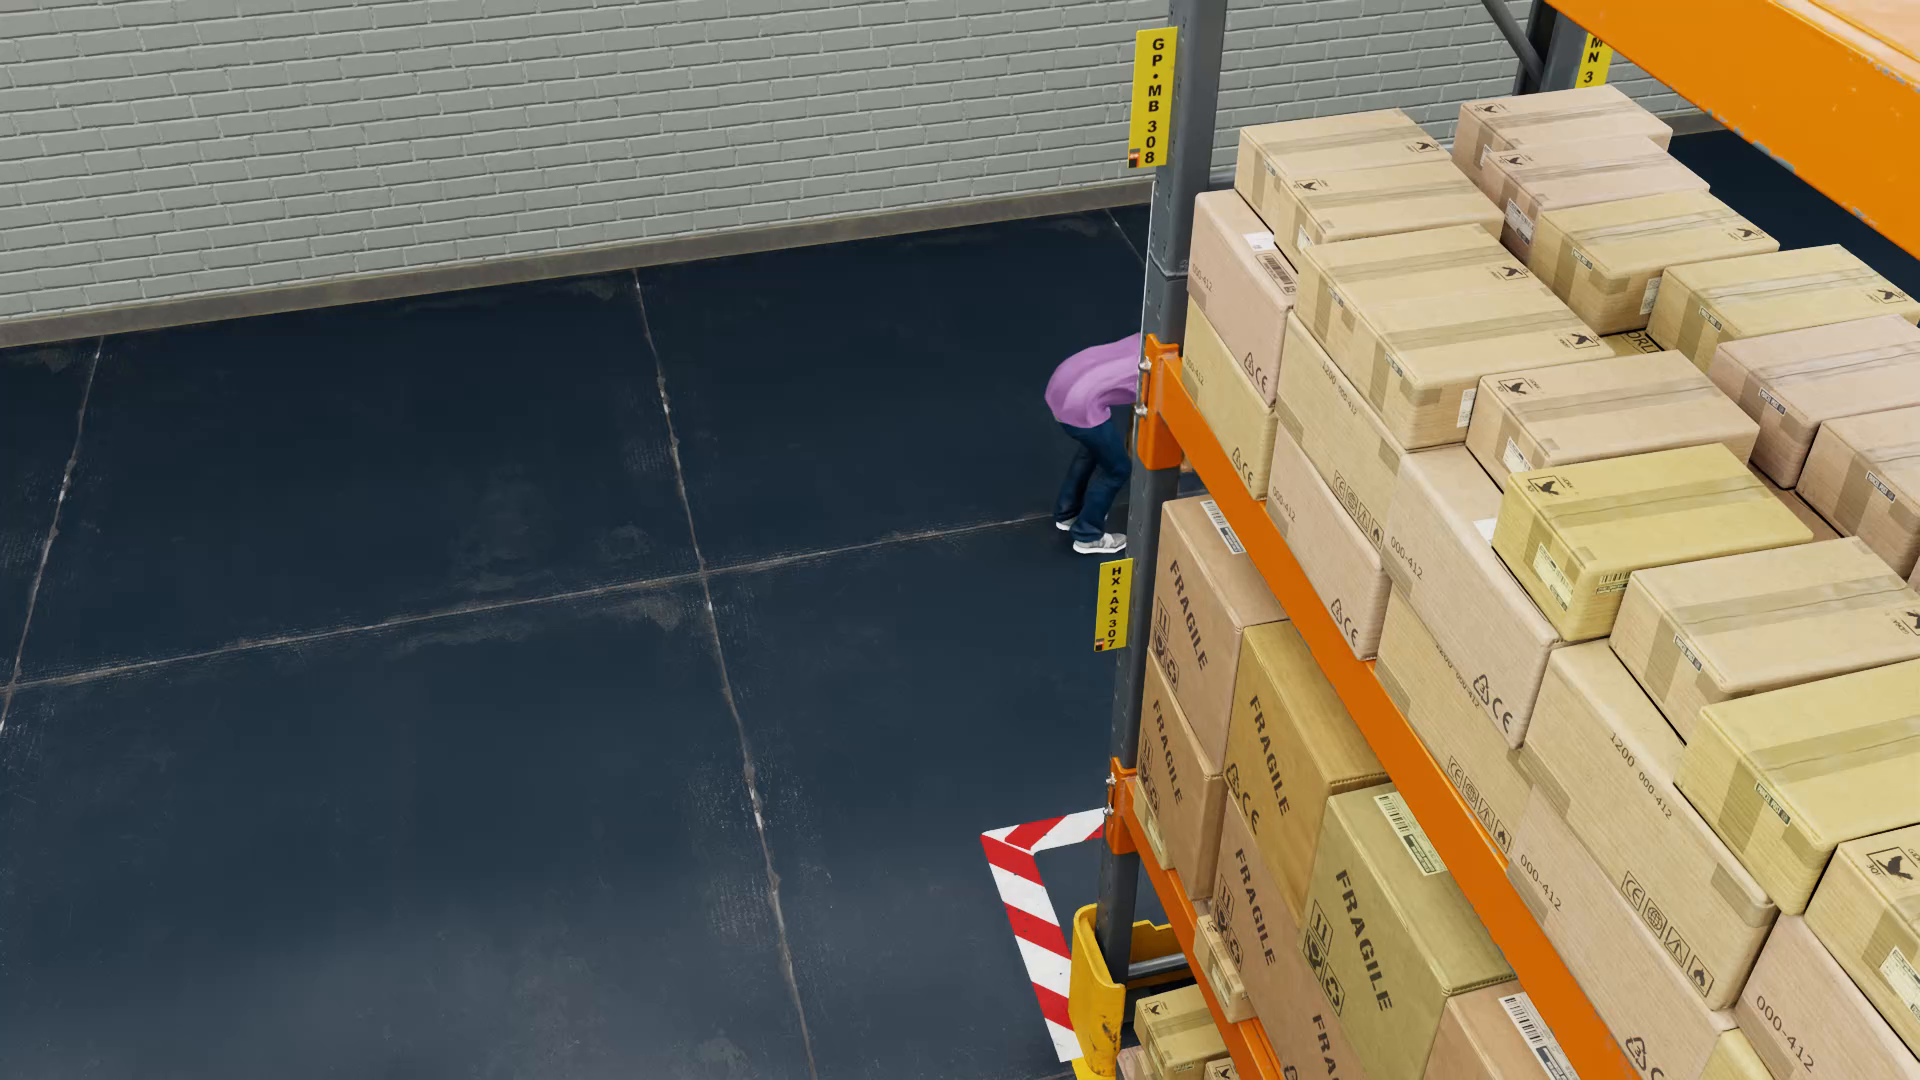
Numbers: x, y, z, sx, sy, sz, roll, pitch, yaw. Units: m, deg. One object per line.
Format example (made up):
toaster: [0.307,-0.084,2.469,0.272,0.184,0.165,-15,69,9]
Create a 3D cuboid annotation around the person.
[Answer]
person: [0.803,-0.481,7.709,0.848,1.114,0.382,-11,40,-13]
